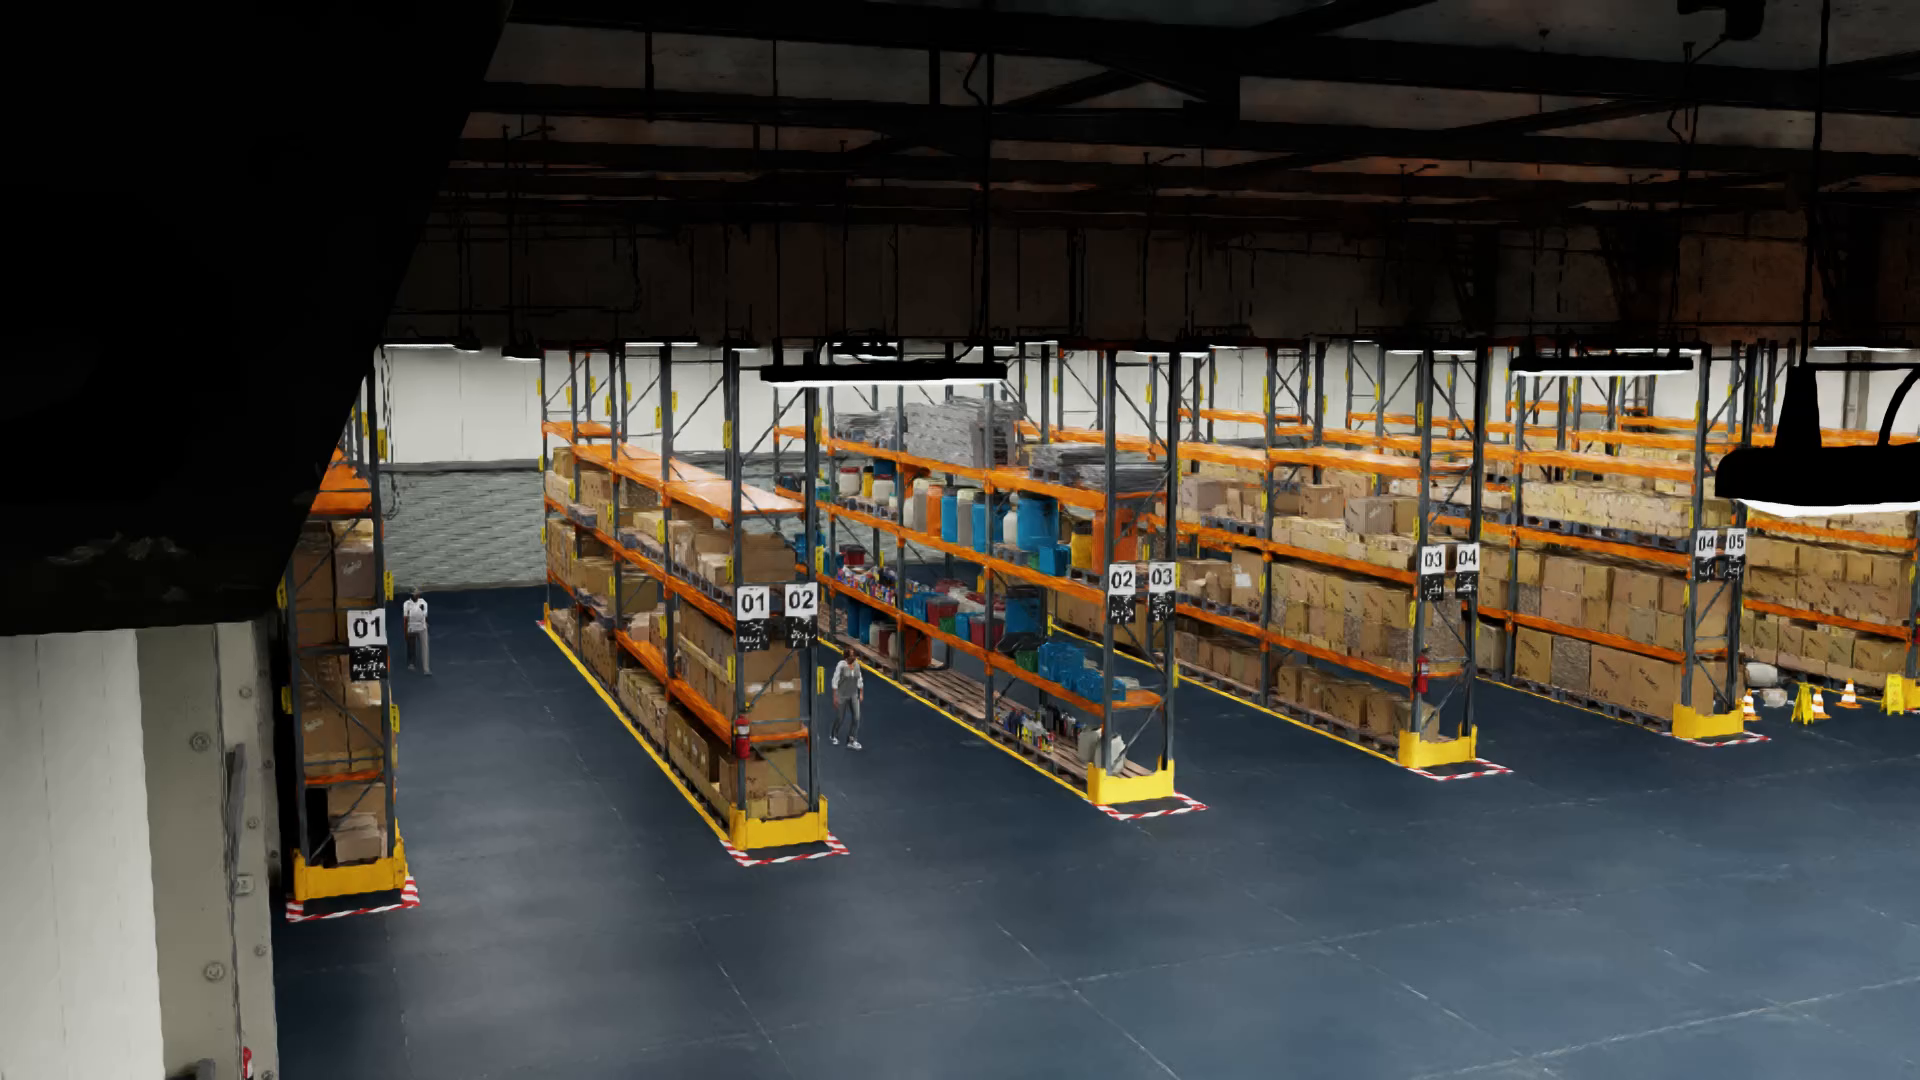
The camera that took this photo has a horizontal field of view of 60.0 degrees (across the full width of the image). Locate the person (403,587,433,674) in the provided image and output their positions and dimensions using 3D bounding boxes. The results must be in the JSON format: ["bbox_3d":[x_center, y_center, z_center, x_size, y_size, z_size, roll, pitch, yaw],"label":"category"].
[{"bbox_3d":[-9.851,1.614,30.118,0.455,1.587,1.088,-3,8,-23],"label":"person"}]

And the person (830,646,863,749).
[{"bbox_3d":[-1.732,2.325,24.952,0.544,1.562,0.614,-4,9,-31],"label":"person"}]
